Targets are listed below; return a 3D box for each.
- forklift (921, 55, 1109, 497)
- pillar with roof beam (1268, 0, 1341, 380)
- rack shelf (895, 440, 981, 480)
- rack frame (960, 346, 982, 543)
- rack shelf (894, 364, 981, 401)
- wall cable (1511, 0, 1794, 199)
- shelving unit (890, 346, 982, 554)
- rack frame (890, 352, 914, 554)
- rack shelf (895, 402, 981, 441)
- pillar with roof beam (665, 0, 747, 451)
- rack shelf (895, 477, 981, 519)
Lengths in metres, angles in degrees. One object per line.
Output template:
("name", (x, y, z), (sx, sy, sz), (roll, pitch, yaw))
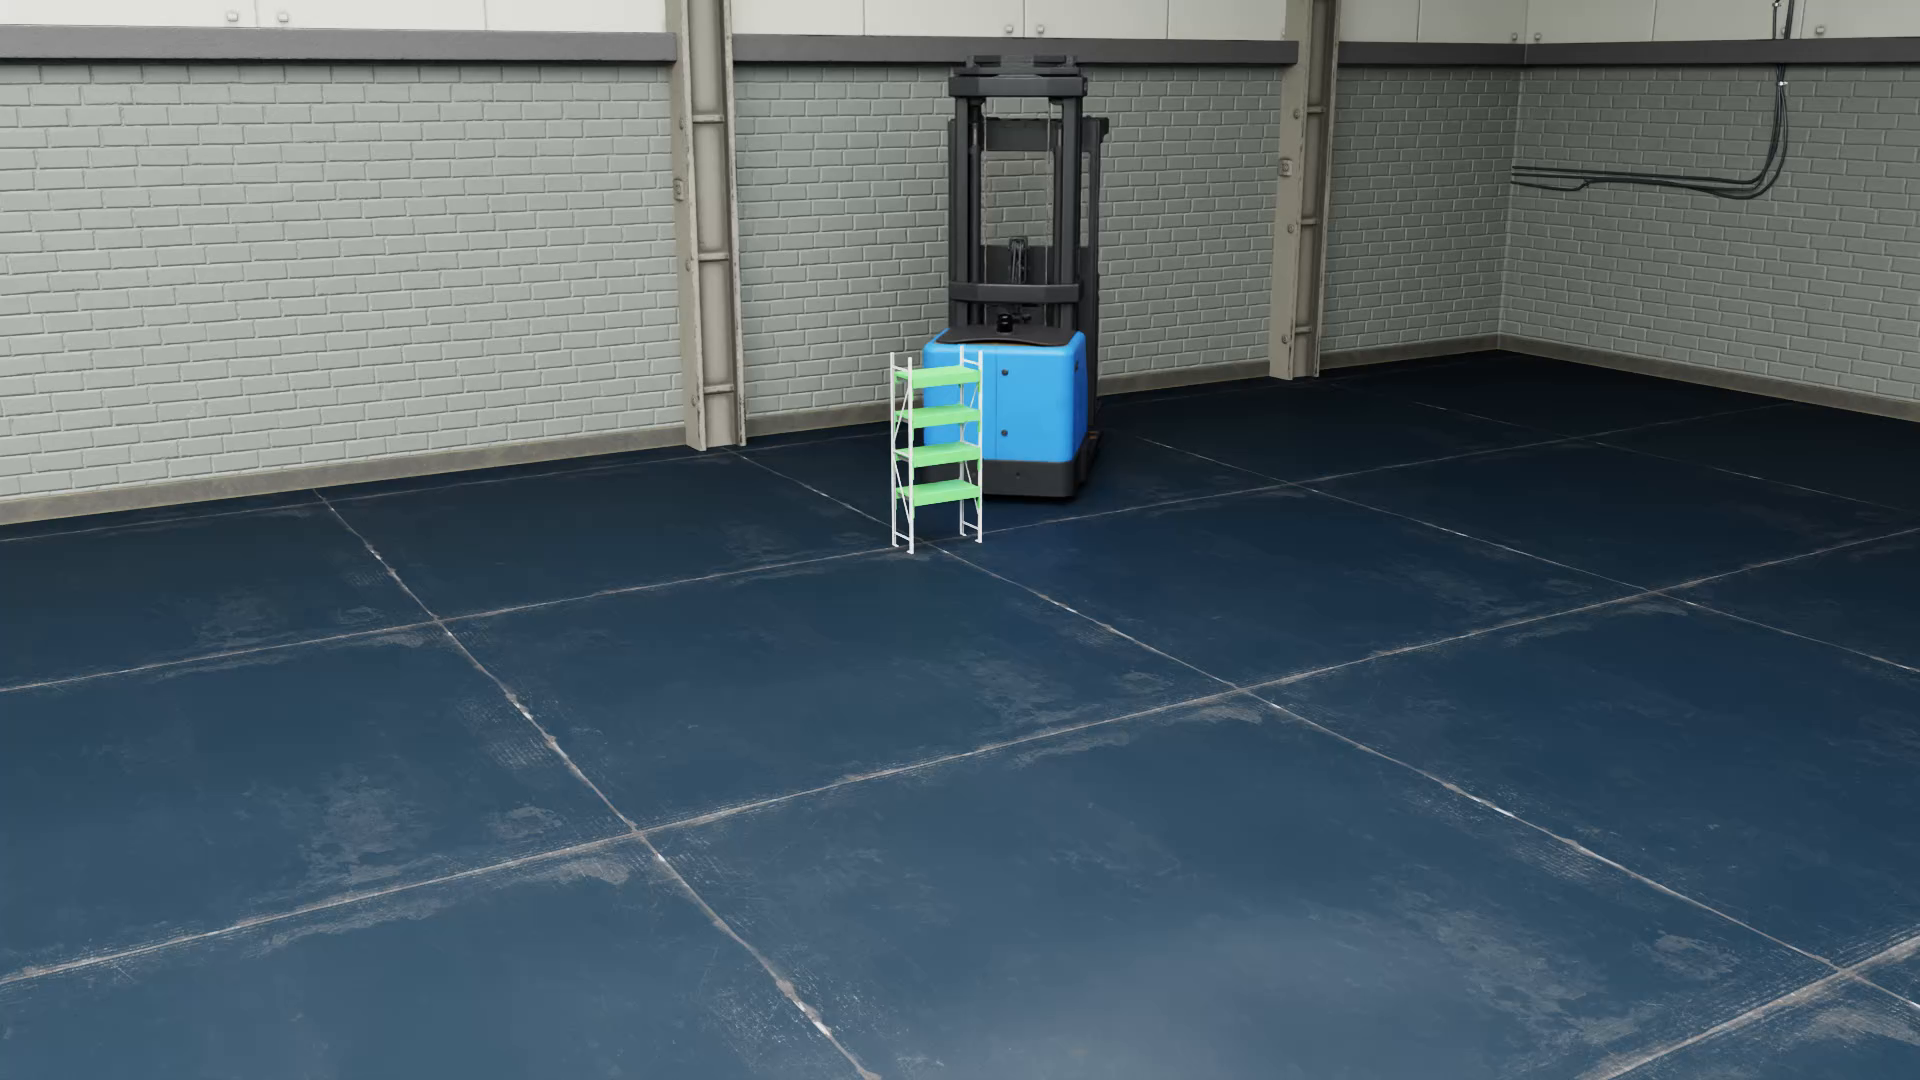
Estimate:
("forklift", (0.498, -2.051, 12.297), (1.130, 2.935, 3.031), (3, 16, 10))
("pillar with roof beam", (5.437, -4.924, 11.303), (0.400, 9.000, 9.100), (-9, 18, -30))
("rack shelf", (-0.142, -0.493, 10.183), (0.480, 0.148, 0.258), (-9, 18, -30))
("rack frame", (0.067, -0.589, 10.287), (0.015, 1.200, 0.240), (-9, 18, -30))
("rack shelf", (-0.142, -0.955, 10.053), (0.480, 0.148, 0.258), (-9, 18, -30))
("wall cable", (6.426, -4.528, 15.644), (0.112, 2.526, 3.097), (-9, 18, -30))
("shelving unit", (-0.142, -0.555, 10.166), (0.503, 1.200, 0.258), (-9, 18, -30))
("rack frame", (-0.351, -0.521, 10.045), (0.015, 1.200, 0.240), (-9, 18, -30))
("rack shelf", (-0.142, -0.724, 10.118), (0.480, 0.148, 0.258), (-9, 18, -30))
("pillar with roof beam", (0.294, -4.090, 8.327), (0.400, 9.000, 9.100), (-9, 18, -30))
("rack shelf", (-0.142, -0.262, 10.248), (0.480, 0.148, 0.258), (-9, 18, -30))
